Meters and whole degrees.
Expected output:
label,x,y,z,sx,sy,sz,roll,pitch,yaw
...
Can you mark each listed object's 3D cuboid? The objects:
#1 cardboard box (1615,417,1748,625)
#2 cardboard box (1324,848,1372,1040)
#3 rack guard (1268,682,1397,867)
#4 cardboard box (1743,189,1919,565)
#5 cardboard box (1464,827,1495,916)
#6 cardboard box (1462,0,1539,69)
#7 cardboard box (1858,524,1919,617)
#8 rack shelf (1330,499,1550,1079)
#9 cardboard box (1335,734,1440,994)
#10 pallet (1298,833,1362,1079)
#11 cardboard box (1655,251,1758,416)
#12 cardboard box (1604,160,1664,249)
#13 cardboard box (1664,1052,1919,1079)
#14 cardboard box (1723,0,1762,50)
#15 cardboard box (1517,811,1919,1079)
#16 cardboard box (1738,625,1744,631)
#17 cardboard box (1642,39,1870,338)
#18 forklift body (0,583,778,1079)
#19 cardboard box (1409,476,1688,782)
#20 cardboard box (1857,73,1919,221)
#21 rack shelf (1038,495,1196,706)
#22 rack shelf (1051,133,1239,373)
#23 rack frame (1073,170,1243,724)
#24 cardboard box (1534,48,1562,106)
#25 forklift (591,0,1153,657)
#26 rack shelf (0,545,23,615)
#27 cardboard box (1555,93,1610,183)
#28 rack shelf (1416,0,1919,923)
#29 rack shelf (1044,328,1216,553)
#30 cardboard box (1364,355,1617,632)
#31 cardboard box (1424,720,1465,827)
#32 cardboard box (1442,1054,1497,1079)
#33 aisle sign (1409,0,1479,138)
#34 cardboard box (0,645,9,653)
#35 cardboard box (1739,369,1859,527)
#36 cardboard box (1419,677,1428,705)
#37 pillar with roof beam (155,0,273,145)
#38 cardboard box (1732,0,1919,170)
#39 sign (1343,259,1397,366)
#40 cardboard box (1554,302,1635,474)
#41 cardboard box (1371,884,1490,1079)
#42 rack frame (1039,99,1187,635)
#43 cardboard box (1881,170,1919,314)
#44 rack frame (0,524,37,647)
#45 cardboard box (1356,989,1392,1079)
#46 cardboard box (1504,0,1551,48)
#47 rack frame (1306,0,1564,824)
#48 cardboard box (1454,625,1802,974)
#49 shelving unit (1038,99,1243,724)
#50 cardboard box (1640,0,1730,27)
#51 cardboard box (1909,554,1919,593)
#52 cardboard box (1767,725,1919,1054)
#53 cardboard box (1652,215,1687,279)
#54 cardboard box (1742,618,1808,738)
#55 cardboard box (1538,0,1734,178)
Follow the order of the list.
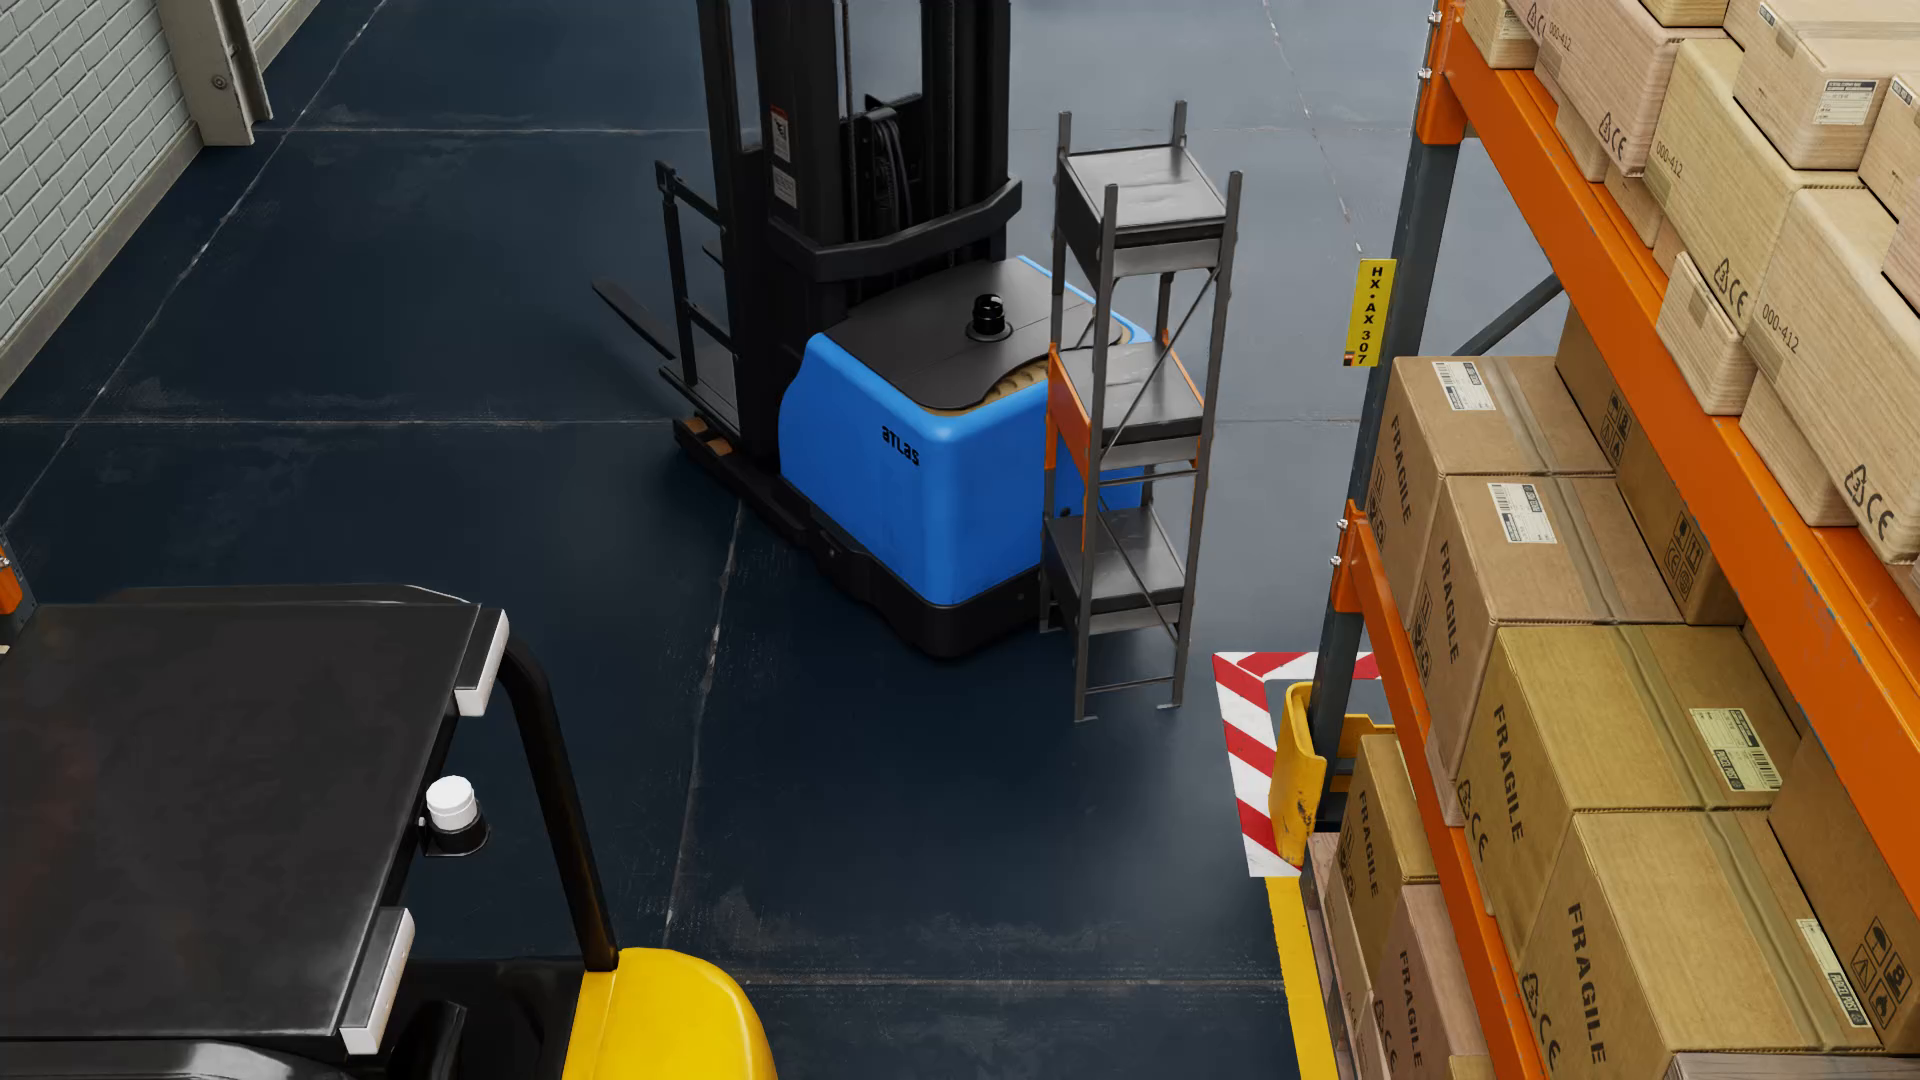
label,x,y,z,sx,sy,sz,roll,pitch,yaw
cardboard box,1.842,-0.171,3.447,0.700,0.500,0.500,0,39,0
cardboard box,1.354,1.152,4.776,0.500,0.250,0.500,0,39,0
rack guard,1.630,0.762,5.400,1.175,0.500,0.348,0,39,0
cardboard box,1.361,-0.216,2.105,0.500,0.250,0.500,1,39,1
cardboard box,1.345,0.694,3.687,0.380,0.149,0.250,1,39,1
cardboard box,1.306,-1.126,3.559,0.380,0.149,0.250,0,39,0
cardboard box,1.423,0.004,2.149,0.380,0.149,0.250,0,39,0
rack shelf,1.632,1.270,3.342,1.077,0.370,4.000,0,39,0
cardboard box,1.355,0.875,4.523,0.500,0.500,0.500,-1,39,-2
pallet,1.596,1.382,4.856,1.003,0.211,1.213,0,39,0
cardboard box,1.311,-0.318,2.551,0.380,0.149,0.250,0,39,0
cardboard box,1.386,-0.641,2.954,0.380,0.149,0.250,0,39,0
cardboard box,1.373,1.161,2.585,0.500,0.500,0.500,1,39,1
cardboard box,1.403,-0.797,2.510,0.380,0.149,0.250,0,39,0
cardboard box,1.367,0.841,2.985,0.500,0.500,0.500,-1,39,-1
cardboard box,1.902,0.236,3.739,0.500,0.500,0.500,0,39,0
cardboard box,1.380,-0.537,2.504,0.500,0.250,0.500,1,39,1
forklift body,-1.507,1.260,3.457,2.313,2.155,1.214,0,39,0
cardboard box,1.357,0.204,3.779,0.500,0.500,0.500,1,39,1
cardboard box,1.397,-0.471,2.104,0.380,0.149,0.250,1,39,1
rack shelf,0.548,0.214,5.945,0.431,0.518,0.480,-8,39,-10
rack shelf,0.548,-0.879,5.070,0.431,0.518,0.480,-8,39,-10
rack frame,0.601,-0.194,5.313,0.400,2.100,0.015,-8,39,-10
cardboard box,1.395,-0.962,3.354,0.380,0.149,0.250,-1,39,-1
forklift,-0.577,-1.580,6.378,1.130,2.935,3.031,-26,45,-28
rack shelf,-3.331,1.276,3.334,1.077,0.370,4.000,0,39,0
cardboard box,1.361,-0.796,3.147,0.380,0.149,0.250,1,39,1
rack shelf,1.632,0.100,2.404,1.077,0.370,4.000,0,39,0
rack shelf,0.548,-0.332,5.507,0.431,0.518,0.480,-8,39,-10
cardboard box,1.353,-0.120,4.183,0.500,0.500,0.500,-1,39,-1
cardboard box,1.311,0.532,3.889,0.380,0.149,0.250,1,39,1
cardboard box,1.352,1.515,3.724,0.500,0.500,0.500,1,39,1
aisle sign,1.320,-1.314,3.913,0.394,0.787,0.004,0,39,0
cardboard box,-3.021,0.551,4.727,0.500,0.250,0.500,1,39,1
cardboard box,1.352,-0.153,2.345,0.380,0.149,0.250,-1,39,-1
cardboard box,1.357,0.373,4.087,0.380,0.149,0.250,-1,39,-1
pillar with roof beam,0.064,-5.916,6.936,9.100,9.000,0.400,0,39,0
cardboard box,1.322,-0.633,2.306,0.380,0.149,0.250,1,39,1
sign,1.087,-0.599,4.406,0.100,0.325,0.005,0,39,0
cardboard box,1.849,-0.487,3.842,0.700,0.500,0.500,-1,39,-1
cardboard box,1.360,1.202,4.115,0.500,0.500,0.500,-1,39,-2
rack frame,0.495,-0.492,5.685,0.400,2.100,0.015,-8,39,-10
cardboard box,1.319,-0.311,1.904,0.380,0.149,0.250,0,39,1
rack frame,-3.334,-0.255,4.670,1.000,3.000,0.127,0,39,0
cardboard box,1.347,1.472,4.378,0.500,0.250,0.500,1,39,2
cardboard box,1.364,-1.175,3.301,0.500,0.250,0.500,-1,39,-1
rack frame,1.630,-0.261,4.677,1.000,3.000,0.127,0,39,0
cardboard box,1.359,0.523,3.381,0.500,0.500,0.500,-1,39,-1
shelving unit,0.548,-0.343,5.499,0.431,2.100,0.503,-8,39,-10
cardboard box,1.307,-0.952,2.703,0.380,0.149,0.250,0,39,0
cardboard box,1.377,0.101,1.708,0.500,0.250,0.500,-1,39,-1
cardboard box,1.807,0.460,2.660,0.700,0.500,0.500,0,39,0
cardboard box,1.391,-0.475,2.747,0.380,0.149,0.250,-1,39,-1
cardboard box,1.945,0.148,3.049,0.700,0.500,0.500,0,39,-1
cardboard box,1.355,-0.860,2.908,0.500,0.250,0.500,-1,39,-1
